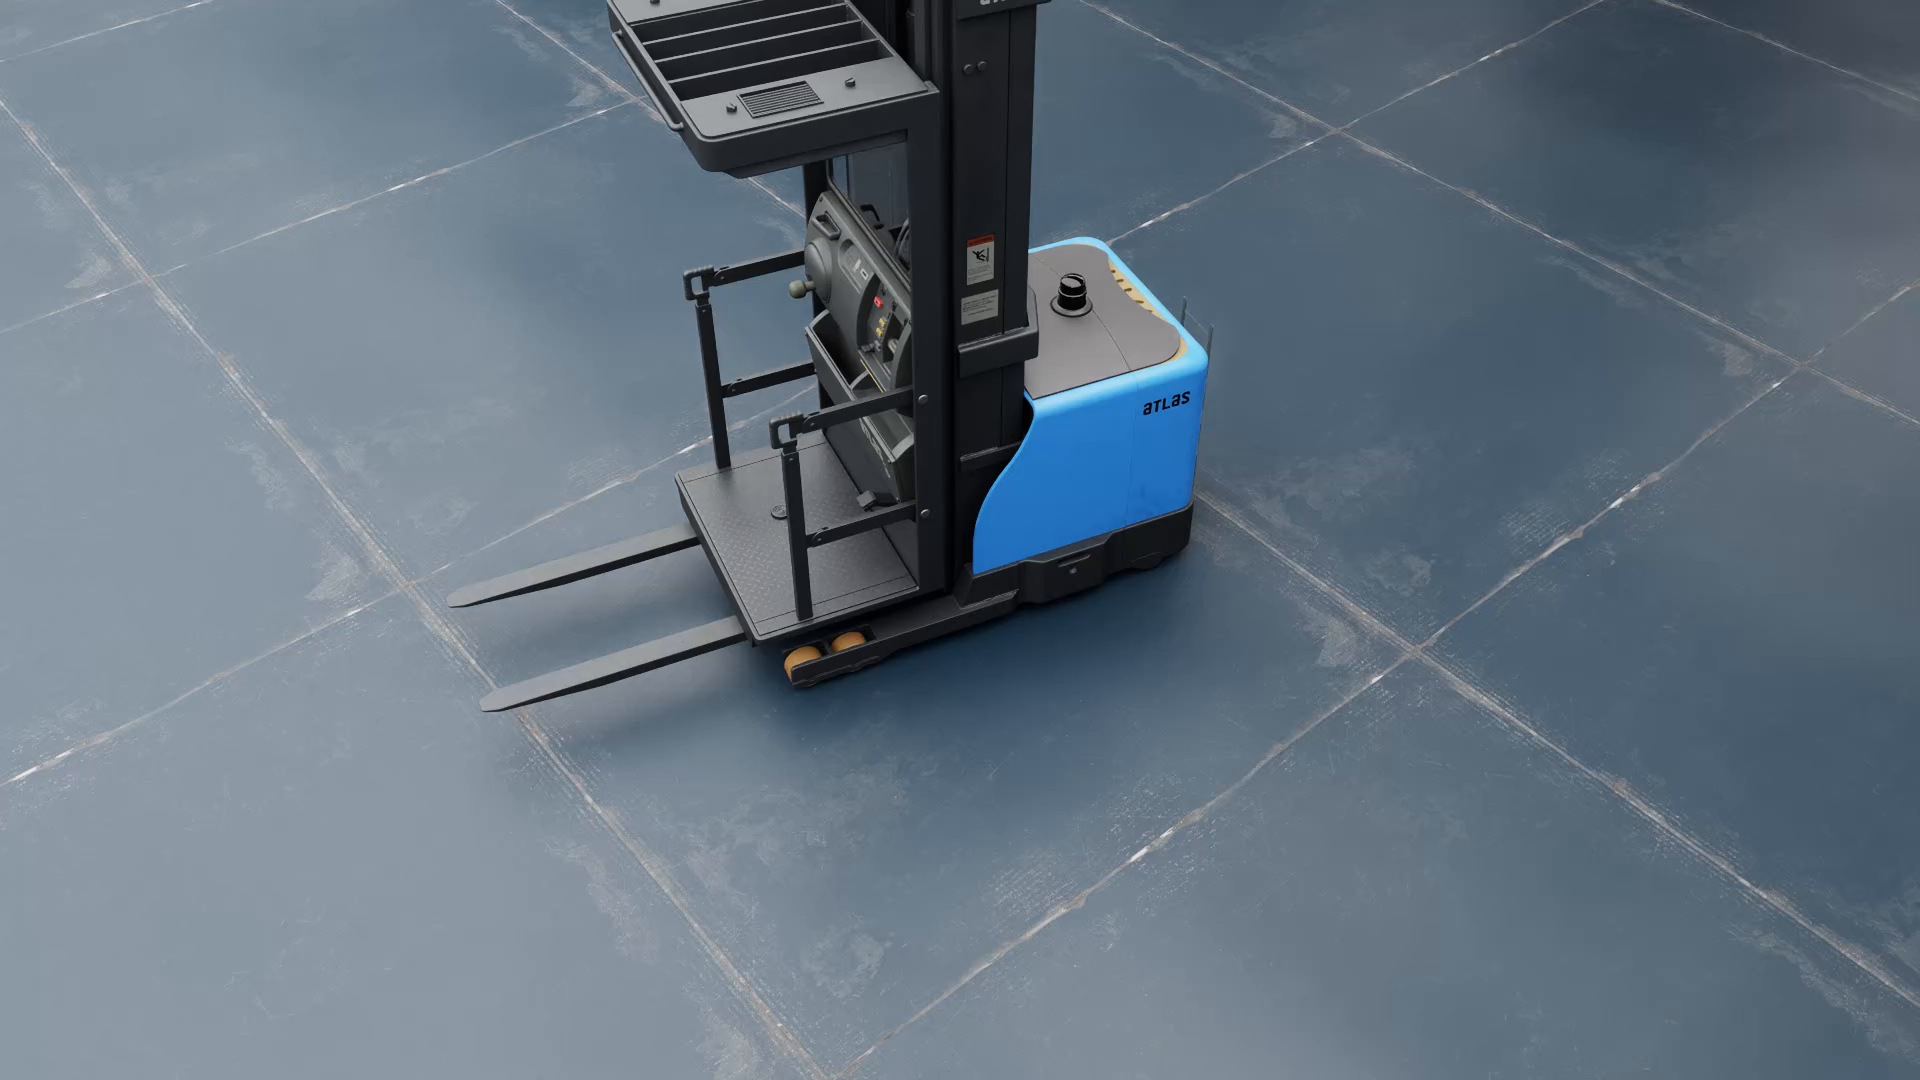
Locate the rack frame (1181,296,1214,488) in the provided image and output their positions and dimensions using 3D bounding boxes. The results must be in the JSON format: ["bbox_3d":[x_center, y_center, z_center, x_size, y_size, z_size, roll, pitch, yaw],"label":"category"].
[{"bbox_3d":[1.006,-0.637,7.325,0.006,0.900,0.240,-17,46,-18],"label":"rack frame"}]

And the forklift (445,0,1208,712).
[{"bbox_3d":[-0.567,-0.893,6.113,3.031,2.935,1.130,-17,46,-18],"label":"forklift"}]

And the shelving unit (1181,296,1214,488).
[{"bbox_3d":[0.913,-0.608,7.294,0.210,0.900,0.258,-17,46,-18],"label":"shelving unit"}]

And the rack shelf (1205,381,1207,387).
[{"bbox_3d":[0.913,-0.715,7.194,0.200,0.077,0.258,-17,46,-18],"label":"rack shelf"}]
